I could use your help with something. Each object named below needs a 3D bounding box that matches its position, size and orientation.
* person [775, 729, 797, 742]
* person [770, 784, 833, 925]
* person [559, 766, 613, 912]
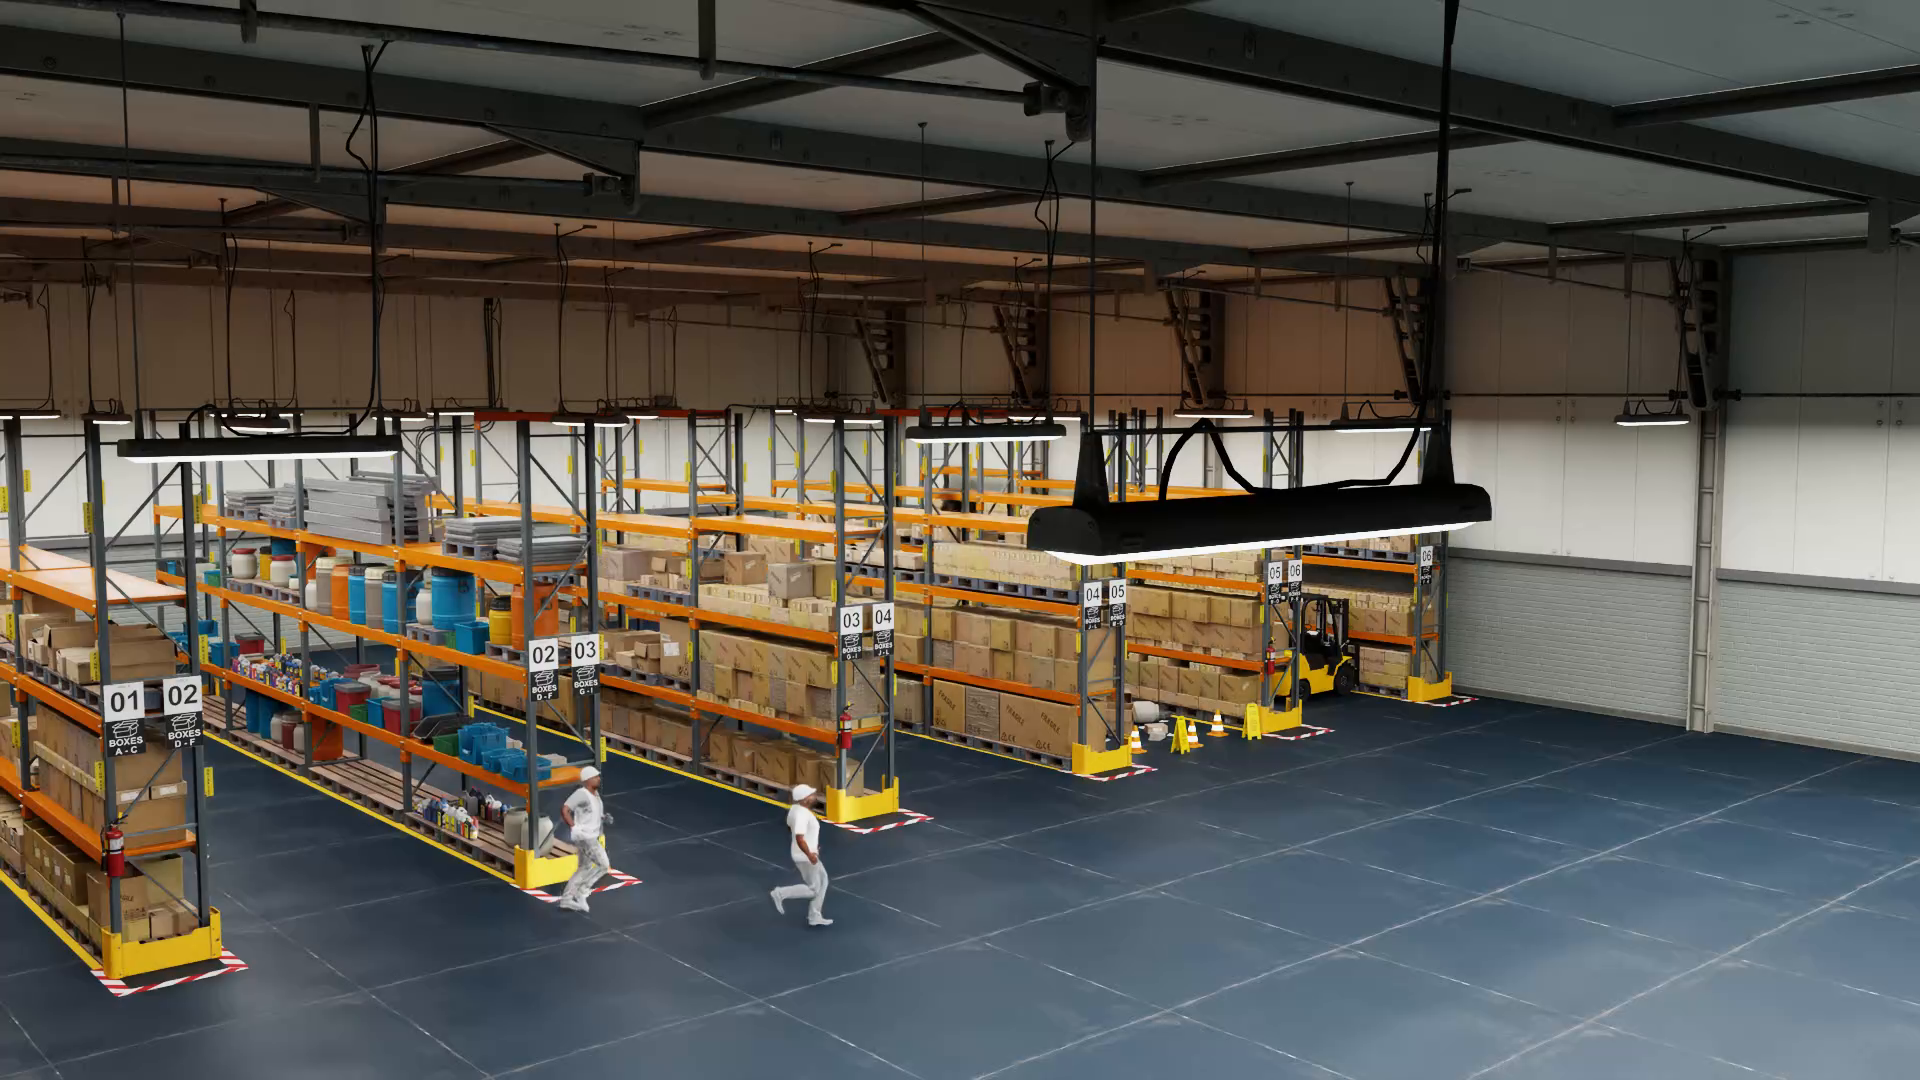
[{"bbox_3d":[-3.257,2.791,30.414,0.733,1.737,0.669,4,7,40],"label":"person"},{"bbox_3d":[-1.886,3.753,19.754,0.759,1.724,0.695,-1,5,-10],"label":"person"},{"bbox_3d":[-4.593,3.651,20.467,0.655,1.732,0.674,0,5,-3],"label":"person"}]
